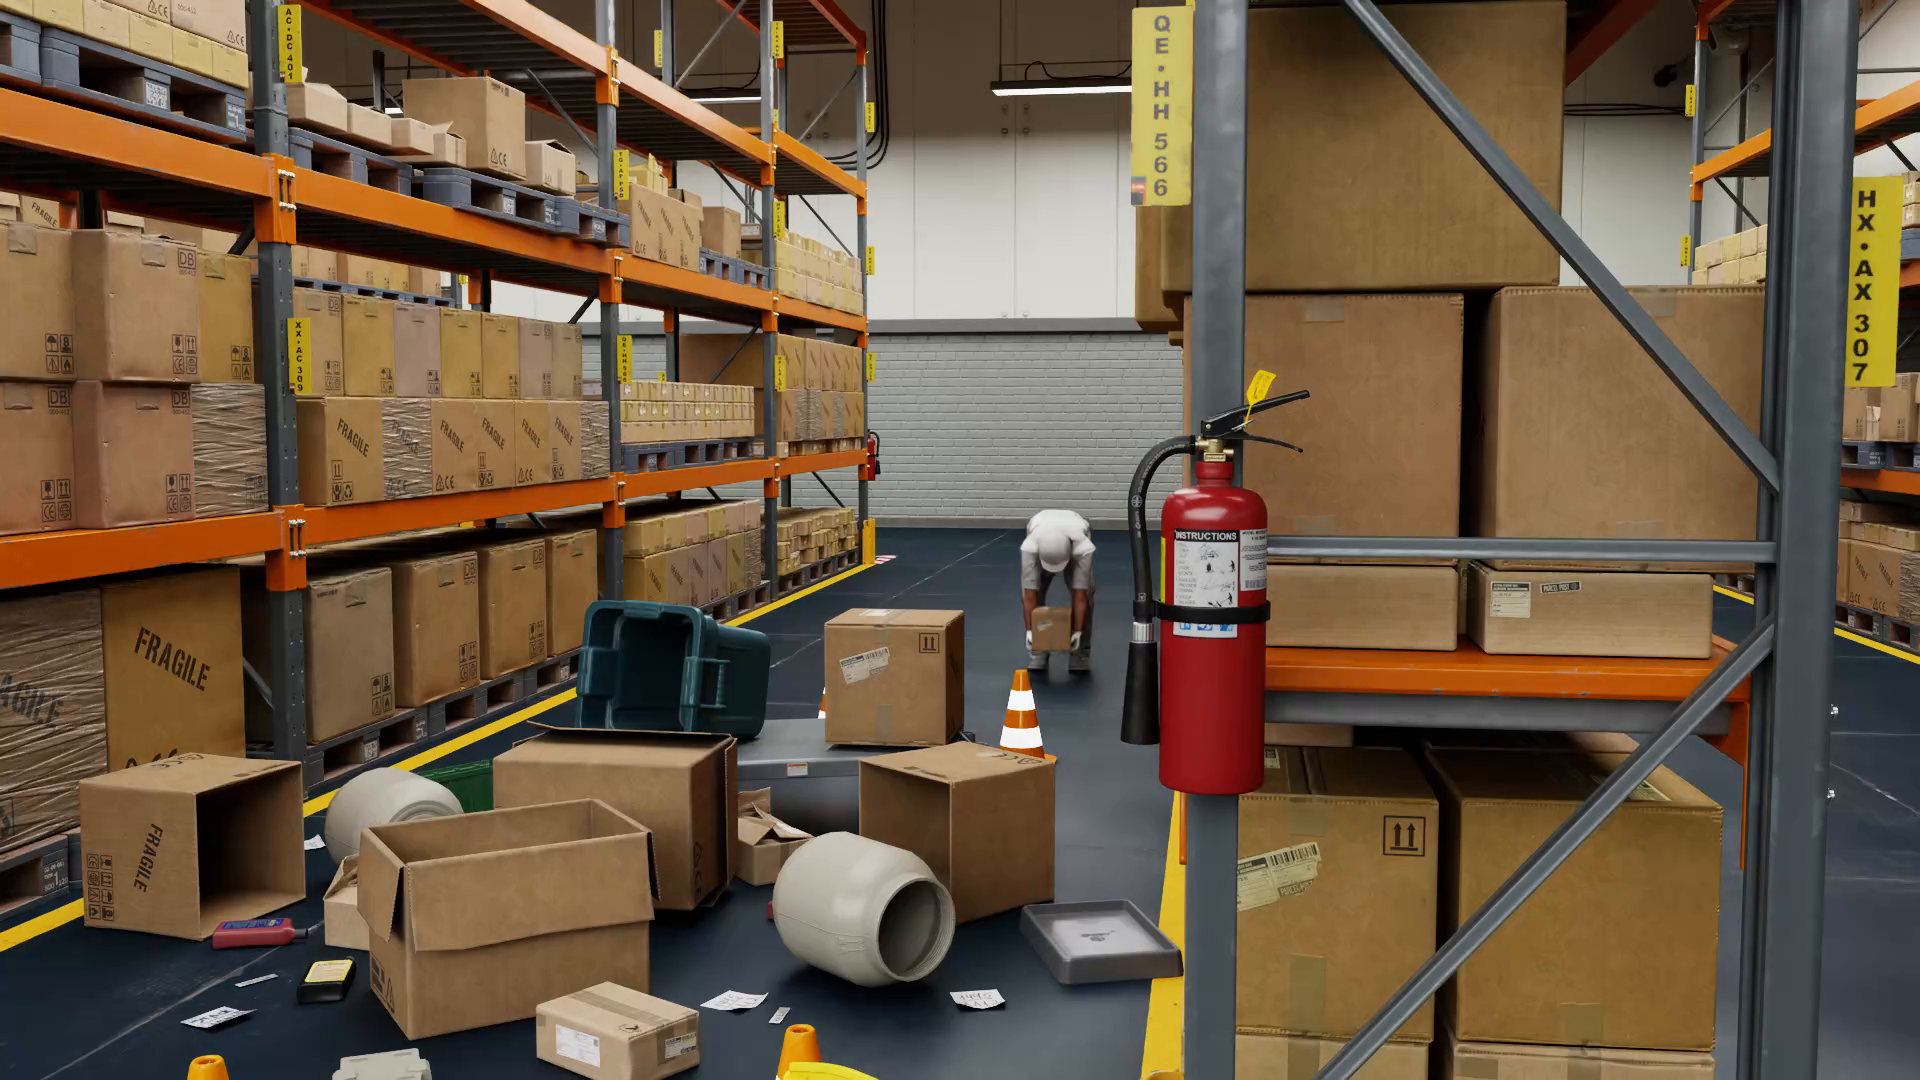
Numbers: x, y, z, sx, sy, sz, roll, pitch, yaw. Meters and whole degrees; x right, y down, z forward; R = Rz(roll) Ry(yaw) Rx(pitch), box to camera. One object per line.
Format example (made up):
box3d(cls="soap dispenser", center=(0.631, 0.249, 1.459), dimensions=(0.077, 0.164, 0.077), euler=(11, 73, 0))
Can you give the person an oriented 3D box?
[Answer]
box3d(cls="person", center=(0.683, -0.012, 11.162), dimensions=(0.595, 1.775, 0.440), euler=(1, 4, 7))
